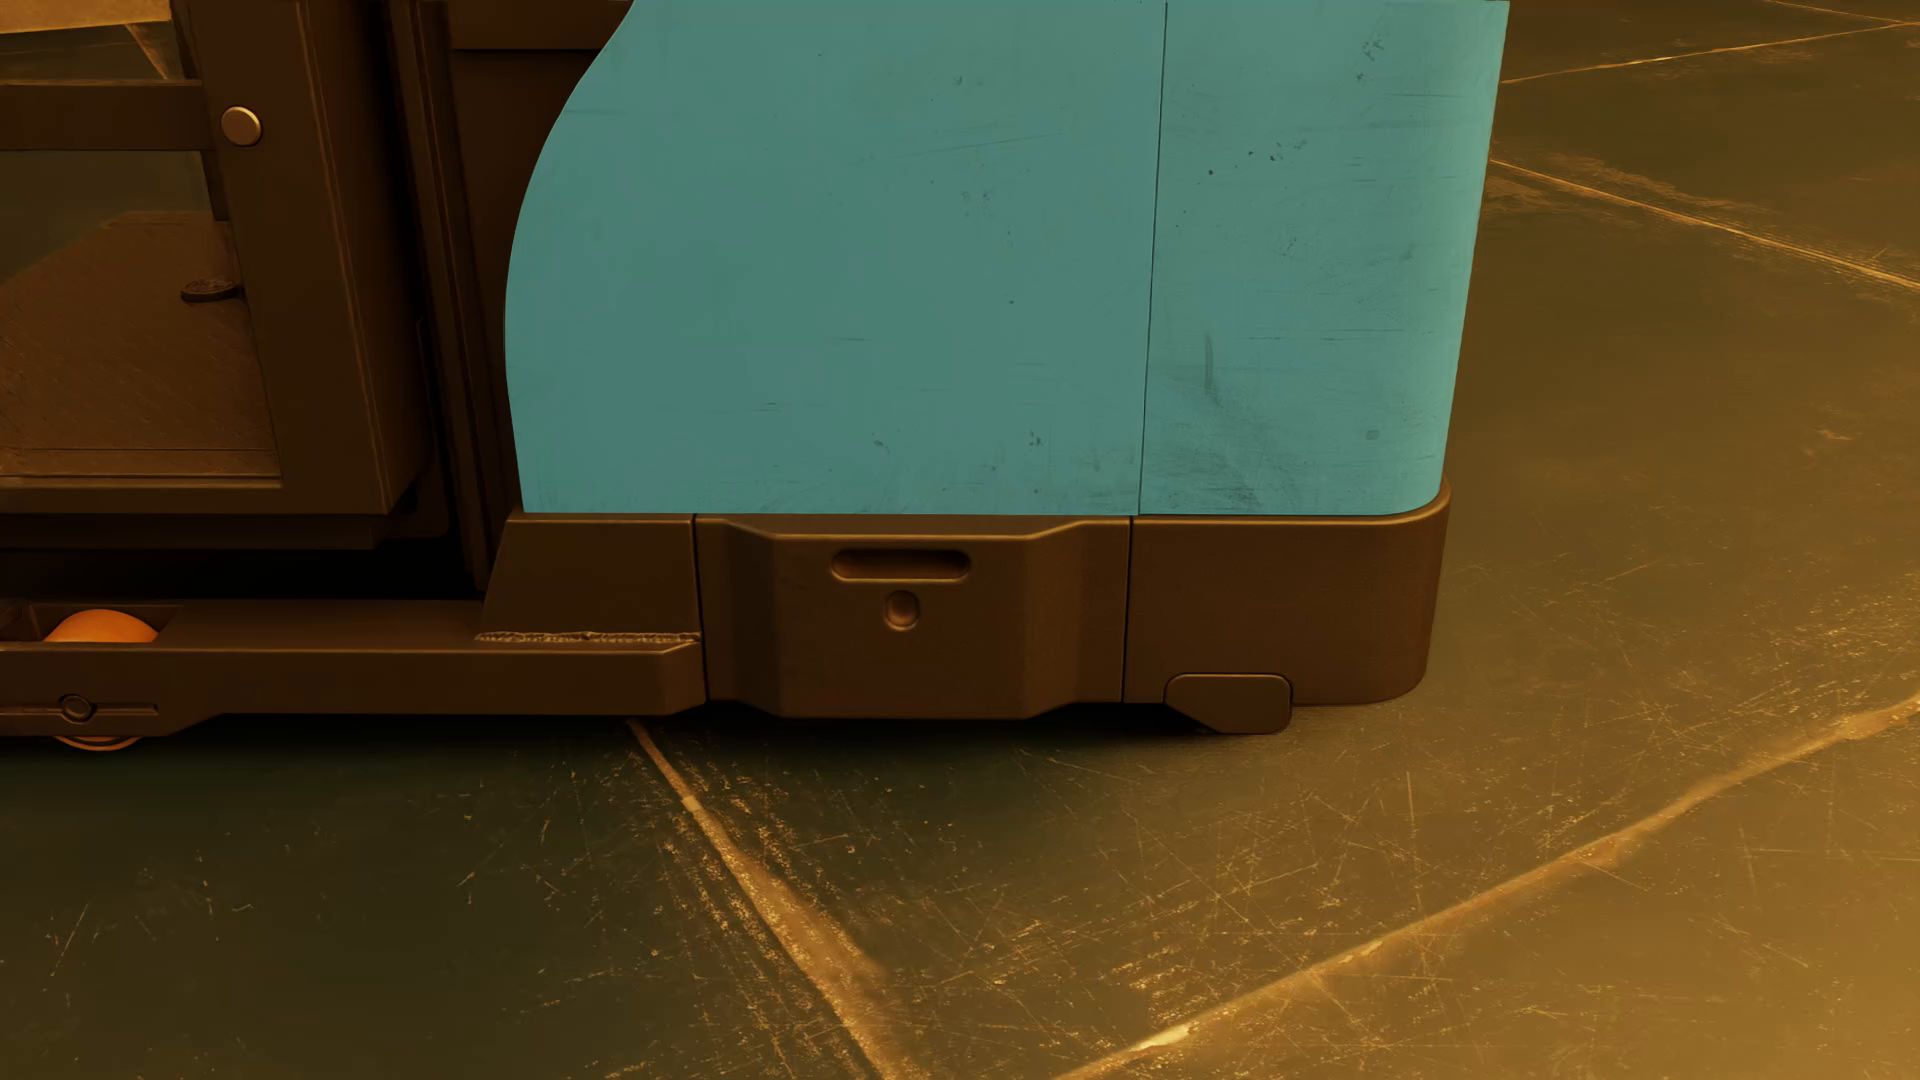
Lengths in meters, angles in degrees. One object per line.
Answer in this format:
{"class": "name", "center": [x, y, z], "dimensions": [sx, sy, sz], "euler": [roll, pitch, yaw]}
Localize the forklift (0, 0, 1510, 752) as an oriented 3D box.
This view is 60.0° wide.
{"class": "forklift", "center": [-0.939, -1.293, 1.808], "dimensions": [3.031, 2.935, 1.130], "euler": [0, 27, 1]}
